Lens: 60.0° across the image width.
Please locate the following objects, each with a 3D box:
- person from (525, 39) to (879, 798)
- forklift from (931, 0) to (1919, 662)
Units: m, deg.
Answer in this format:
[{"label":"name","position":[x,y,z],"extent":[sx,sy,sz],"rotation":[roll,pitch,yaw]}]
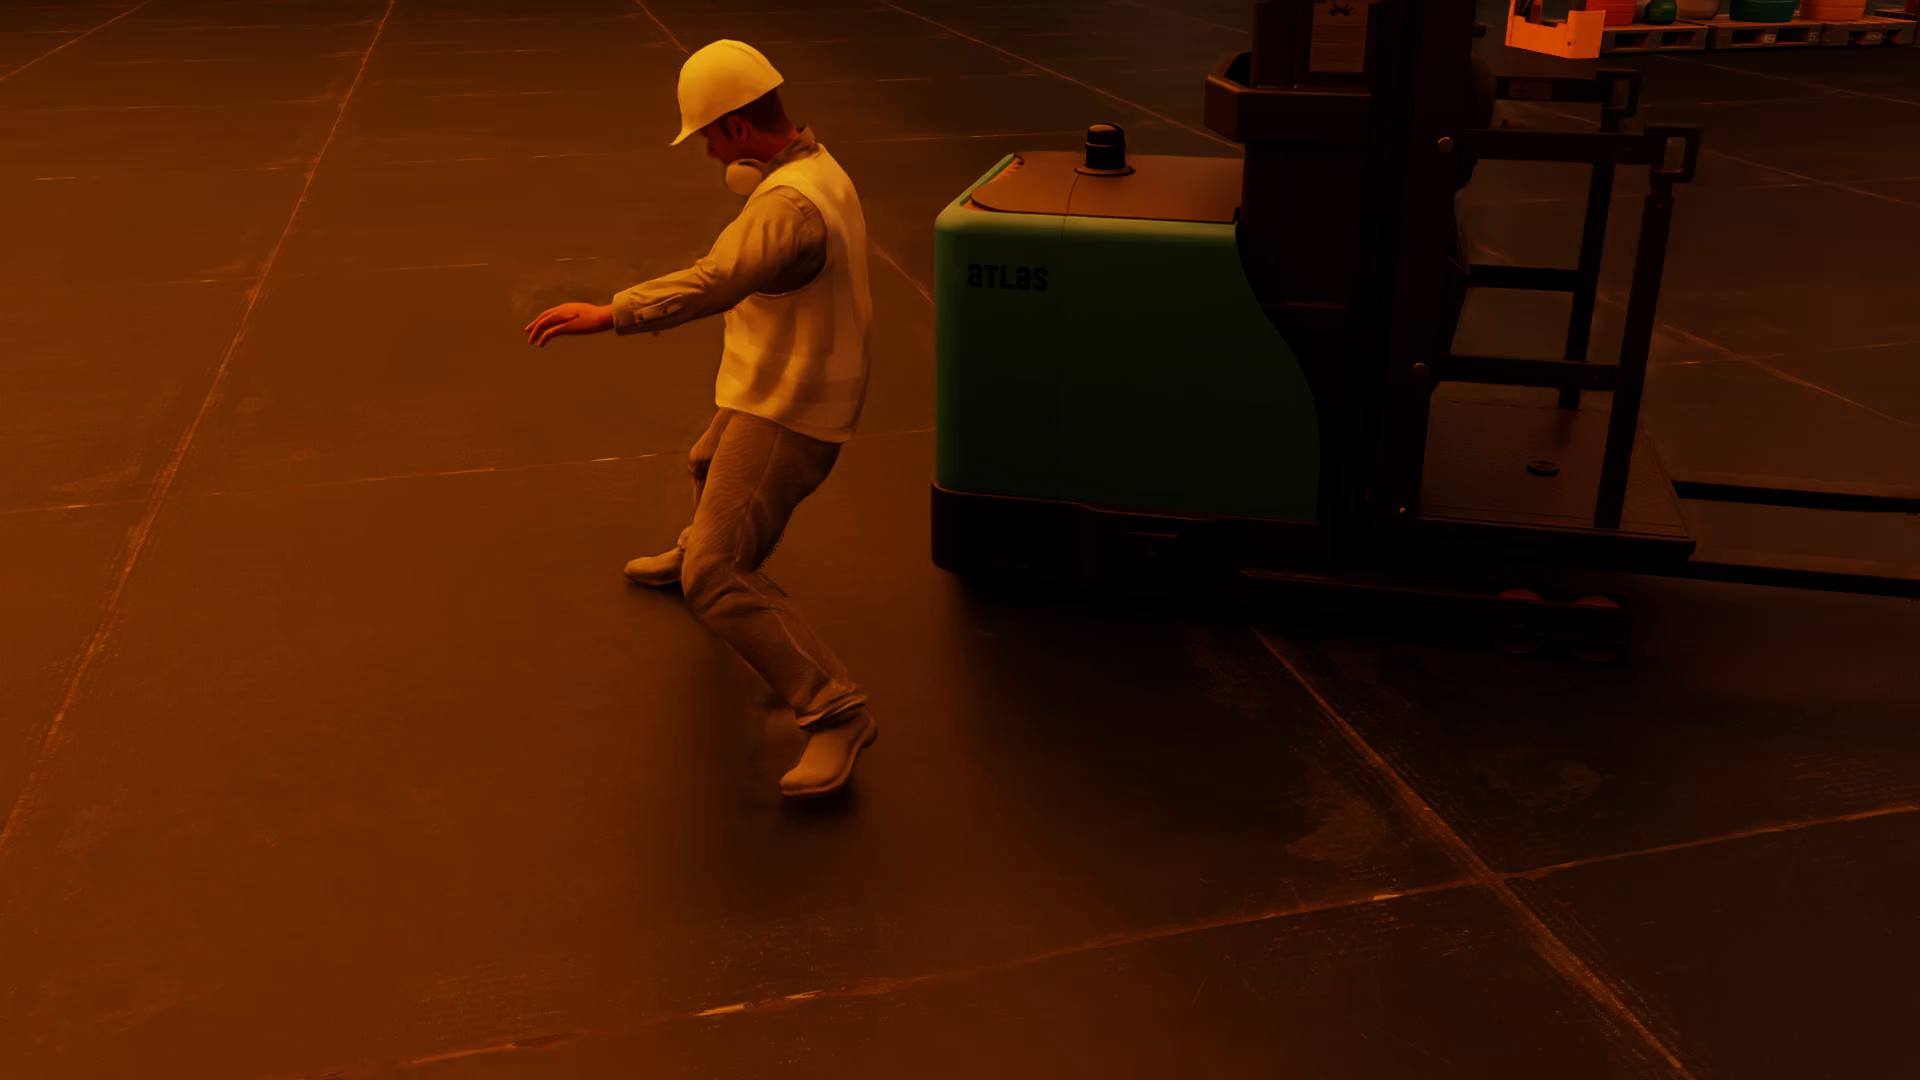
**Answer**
[{"label":"person","position":[-0.574,-0.368,3.924],"extent":[0.835,1.551,1.296],"rotation":[1,23,3]},{"label":"forklift","position":[1.492,-1.263,4.277],"extent":[3.031,2.935,1.130],"rotation":[5,24,12]}]
